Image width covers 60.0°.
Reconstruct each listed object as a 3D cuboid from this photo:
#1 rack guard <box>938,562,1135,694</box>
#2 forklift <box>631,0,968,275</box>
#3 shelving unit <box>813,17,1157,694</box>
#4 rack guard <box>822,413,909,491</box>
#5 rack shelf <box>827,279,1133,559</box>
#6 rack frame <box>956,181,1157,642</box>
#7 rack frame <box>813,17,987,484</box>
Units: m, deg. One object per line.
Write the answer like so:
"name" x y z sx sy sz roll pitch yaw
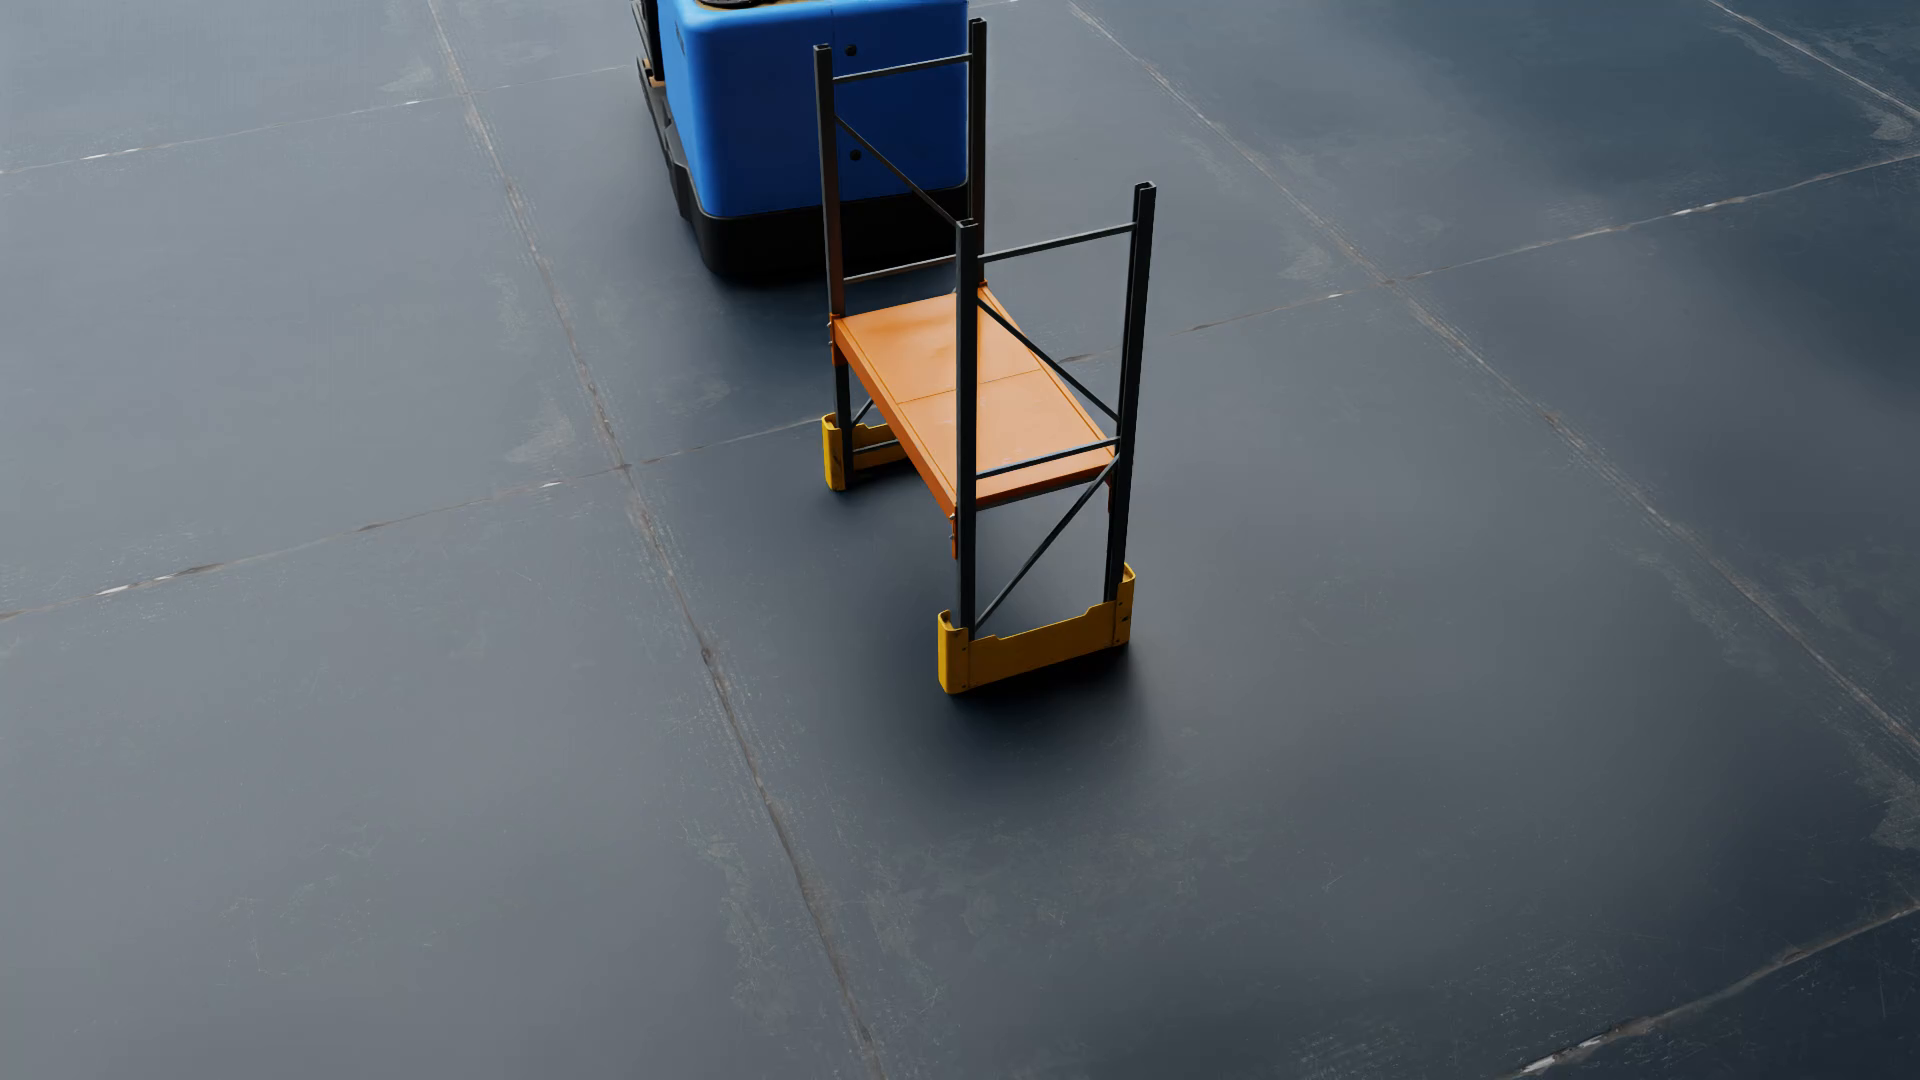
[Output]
"rack guard" 0.220 0.251 4.766 0.587 0.250 0.087 -15 43 -17
"forklift" -0.845 -3.088 6.593 1.130 2.935 3.031 -10 42 -12
"shelving unit" 0.029 -0.523 4.708 0.587 1.500 1.083 -15 43 -17
"rack guard" -0.161 -0.349 5.464 0.587 0.250 0.087 -15 43 -17
"rack shelf" 0.033 -0.381 4.819 0.538 0.185 1.000 -15 43 -17
"rack frame" 0.227 -0.211 4.345 0.500 1.500 0.032 -15 43 -17
"rack frame" -0.162 -0.823 5.057 0.500 1.500 0.032 -15 43 -17
